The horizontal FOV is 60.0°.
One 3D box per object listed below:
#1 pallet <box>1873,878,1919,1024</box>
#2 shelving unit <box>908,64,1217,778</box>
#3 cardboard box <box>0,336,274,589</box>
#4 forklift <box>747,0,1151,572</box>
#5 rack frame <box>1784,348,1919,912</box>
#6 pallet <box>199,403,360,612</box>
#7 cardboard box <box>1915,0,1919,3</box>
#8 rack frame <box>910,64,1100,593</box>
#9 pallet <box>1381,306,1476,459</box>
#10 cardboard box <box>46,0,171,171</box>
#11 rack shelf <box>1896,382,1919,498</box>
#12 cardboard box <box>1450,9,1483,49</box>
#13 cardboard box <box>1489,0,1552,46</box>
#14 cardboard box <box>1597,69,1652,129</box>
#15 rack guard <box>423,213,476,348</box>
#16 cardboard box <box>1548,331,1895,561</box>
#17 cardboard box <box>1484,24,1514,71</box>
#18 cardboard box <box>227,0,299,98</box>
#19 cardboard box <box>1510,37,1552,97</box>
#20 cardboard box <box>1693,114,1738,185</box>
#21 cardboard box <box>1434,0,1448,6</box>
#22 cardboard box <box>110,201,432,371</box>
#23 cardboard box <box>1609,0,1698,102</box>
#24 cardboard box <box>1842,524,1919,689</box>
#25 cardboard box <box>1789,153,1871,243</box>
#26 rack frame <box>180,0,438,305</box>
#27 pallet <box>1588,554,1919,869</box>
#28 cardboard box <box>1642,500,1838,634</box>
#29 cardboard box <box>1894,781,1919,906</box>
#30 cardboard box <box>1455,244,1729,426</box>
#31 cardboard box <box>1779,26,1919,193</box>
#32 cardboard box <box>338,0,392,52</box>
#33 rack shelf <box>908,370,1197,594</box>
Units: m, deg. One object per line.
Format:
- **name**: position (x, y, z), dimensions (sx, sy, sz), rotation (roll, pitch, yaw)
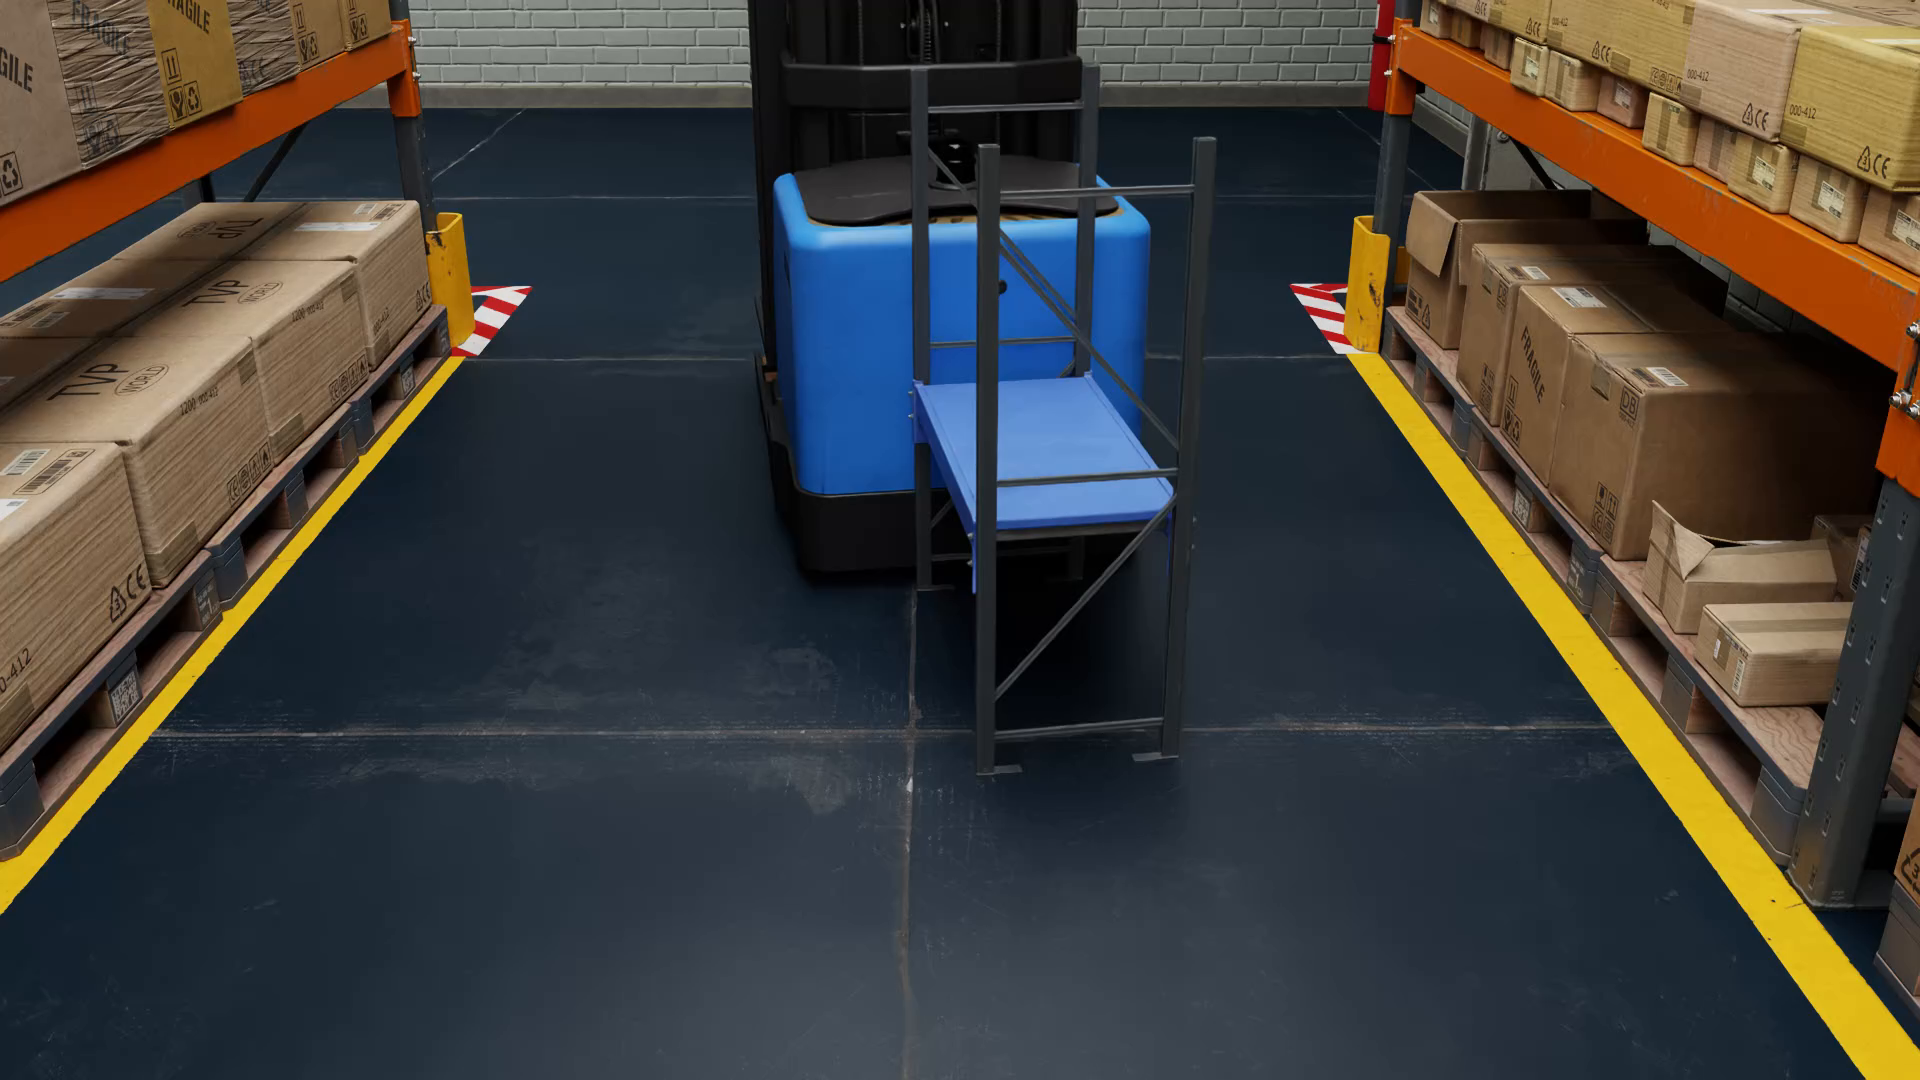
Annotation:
- **pallet**: position (2.345, 0.996, 2.792), dimensions (1.003, 0.211, 1.213), rotation (0, 24, -1)
- **shelving unit**: position (0.202, -0.343, 4.188), dimensions (0.538, 1.500, 1.048), rotation (-4, 25, -9)
- **cardboard box**: position (-2.574, -0.238, 4.735), dimensions (0.875, 0.438, 0.875), rotation (-1, 24, -2)
- **forklift**: position (-0.194, -1.820, 5.717), dimensions (1.130, 2.935, 3.031), rotation (-4, 25, -9)
- **rack frame**: position (2.299, -0.609, 2.958), dimensions (1.000, 3.000, 0.127), rotation (0, 24, -1)
- **pallet**: position (-2.611, -0.133, 5.287), dimensions (1.003, 0.211, 1.213), rotation (0, 24, -1)
- **cardboard box**: position (2.551, -1.089, 3.838), dimensions (0.500, 0.250, 0.500), rotation (0, 24, -1)
- **rack frame**: position (0.119, -0.549, 4.645), dimensions (0.500, 1.500, 0.032), rotation (-4, 25, -9)
- **pallet**: position (2.266, -0.627, 6.381), dimensions (1.003, 0.211, 1.213), rotation (0, 24, -1)
- **cardboard box**: position (-2.408, -1.238, 4.226), dimensions (0.500, 0.500, 0.500), rotation (0, 24, 0)
- **rack shelf**: position (2.321, 0.542, 1.284), dimensions (1.077, 0.370, 4.000), rotation (0, 24, -1)
- **cardboard box**: position (2.033, -1.902, 6.120), dimensions (0.380, 0.149, 0.250), rotation (0, 24, 1)
- **cardboard box**: position (2.005, -1.720, 5.234), dimensions (0.500, 0.250, 0.500), rotation (-1, 24, -2)
- **cardboard box**: position (2.044, -1.261, 4.703), dimensions (0.380, 0.149, 0.250), rotation (0, 24, -1)
- **rack guard**: position (-2.708, -1.105, 7.086), dimensions (1.175, 0.500, 0.348), rotation (0, 24, -1)
- **cardboard box**: position (2.149, -0.278, 4.747), dimensions (0.700, 0.500, 0.500), rotation (-1, 24, -3)
- **cardboard box**: position (2.013, -1.689, 5.650), dimensions (0.380, 0.149, 0.250), rotation (0, 24, 1)
- **cardboard box**: position (-2.432, -1.663, 5.166), dimensions (0.500, 0.500, 0.500), rotation (0, 24, 1)
- **cardboard box**: position (1.949, -1.476, 5.177), dimensions (0.380, 0.149, 0.250), rotation (-1, 24, -2)
- **cardboard box**: position (2.015, -0.948, 4.010), dimensions (0.380, 0.149, 0.250), rotation (0, 24, 1)
- **cardboard box**: position (1.991, -2.137, 6.155), dimensions (0.500, 0.250, 0.500), rotation (0, 24, 0)
- **cardboard box**: position (-2.601, -0.986, 6.390), dimensions (0.875, 0.438, 0.875), rotation (-1, 24, -2)
- **cardboard box**: position (2.037, -1.297, 4.300), dimensions (0.500, 0.250, 0.500), rotation (0, 24, -1)
- **cardboard box**: position (2.528, 0.151, 4.029), dimensions (0.500, 0.311, 0.500), rotation (1, 24, 1)
- **cardboard box**: position (2.018, -0.732, 3.534), dimensions (0.380, 0.149, 0.250), rotation (0, 24, 1)
- **rack frame**: position (-2.708, -2.234, 6.549), dimensions (1.000, 3.000, 0.127), rotation (0, 24, -1)
- **pallet**: position (2.292, 0.378, 4.158), dimensions (1.003, 0.211, 1.213), rotation (0, 24, -1)
- **cardboard box**: position (1.995, 0.070, 4.264), dimensions (0.396, 0.266, 0.258), rotation (1, 24, 1)
- **cardboard box**: position (2.079, 0.538, 2.943), dimensions (0.500, 0.500, 0.500), rotation (1, 24, 2)
- **cardboard box**: position (2.138, -0.705, 5.693), dimensions (0.700, 0.500, 0.500), rotation (1, 24, 2)
- **cardboard box**: position (2.049, -0.885, 3.389), dimensions (0.500, 0.250, 0.500), rotation (0, 24, 1)
- **cardboard box**: position (-2.438, -2.082, 6.092), dimensions (0.500, 0.500, 0.500), rotation (0, 24, 0)
- **rack shelf**: position (0.202, -0.179, 4.262), dimensions (0.538, 0.185, 1.000), rotation (-4, 25, -9)
